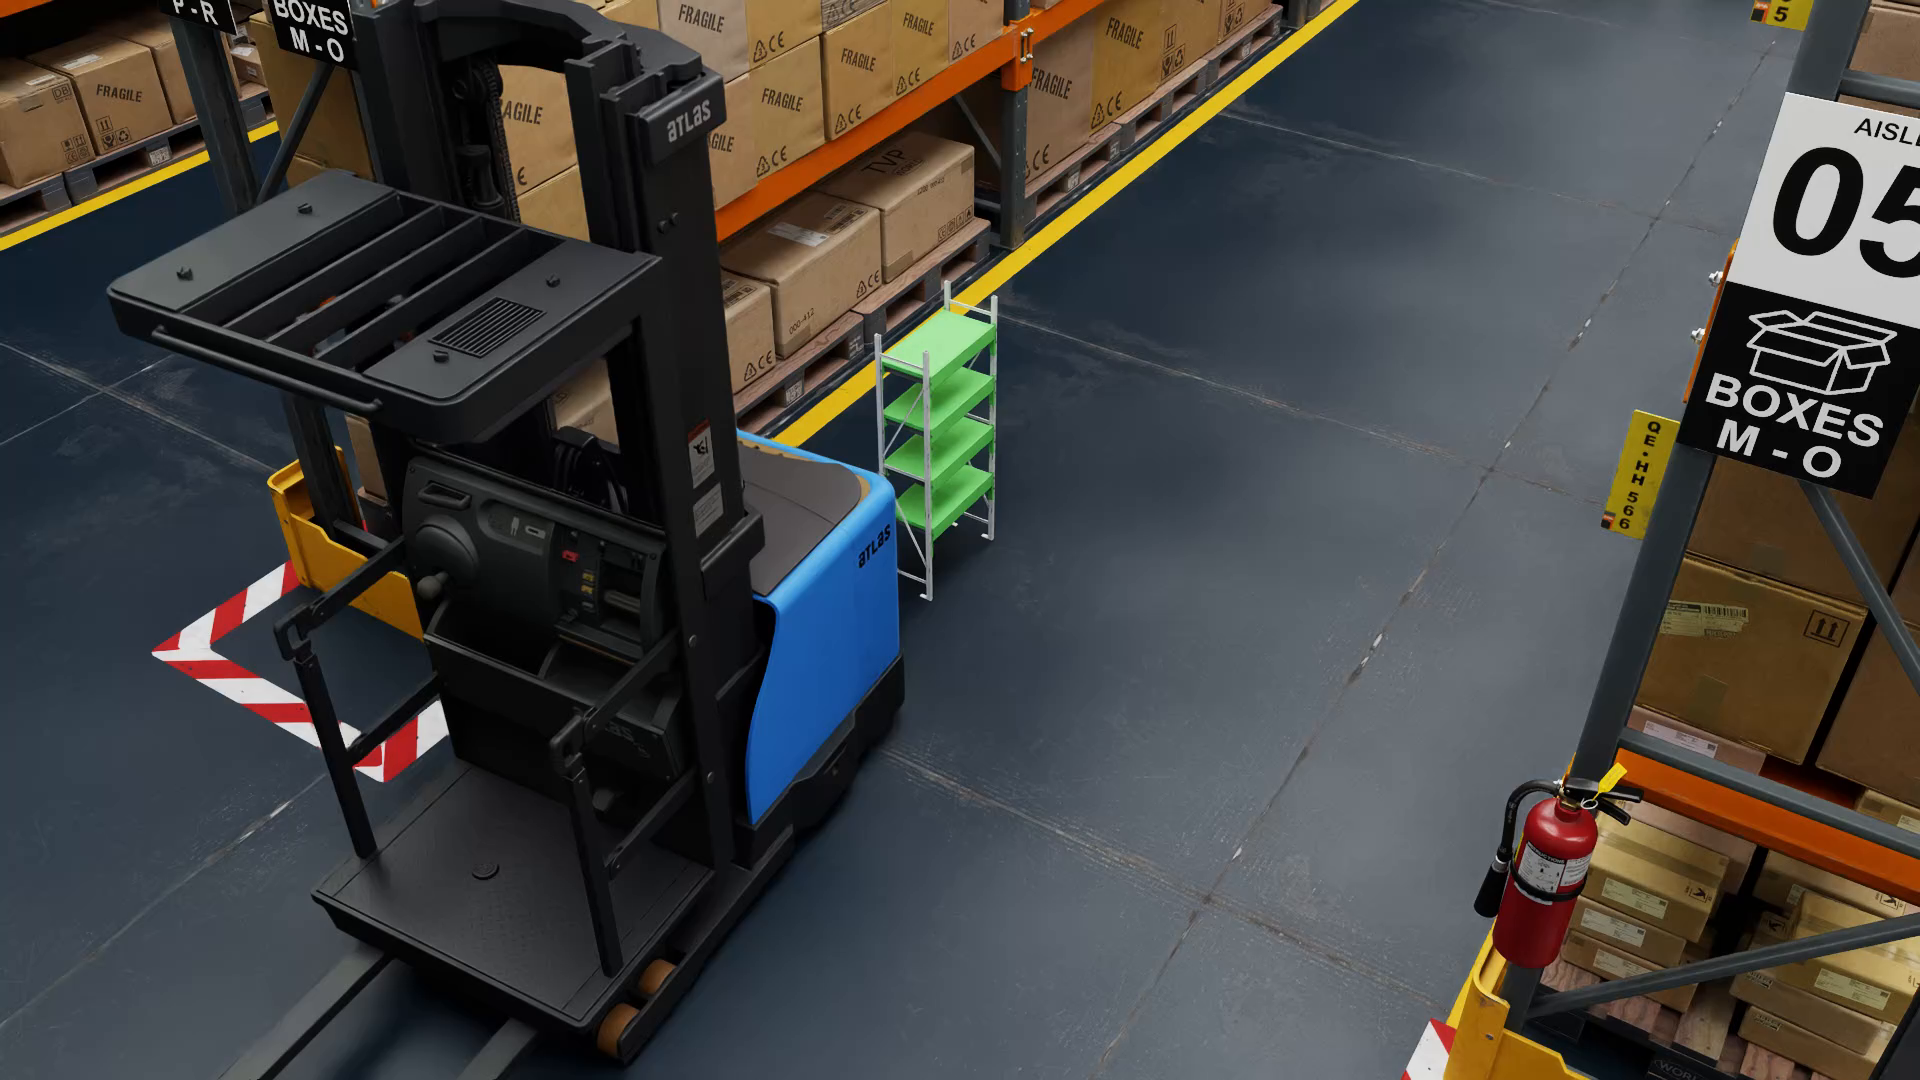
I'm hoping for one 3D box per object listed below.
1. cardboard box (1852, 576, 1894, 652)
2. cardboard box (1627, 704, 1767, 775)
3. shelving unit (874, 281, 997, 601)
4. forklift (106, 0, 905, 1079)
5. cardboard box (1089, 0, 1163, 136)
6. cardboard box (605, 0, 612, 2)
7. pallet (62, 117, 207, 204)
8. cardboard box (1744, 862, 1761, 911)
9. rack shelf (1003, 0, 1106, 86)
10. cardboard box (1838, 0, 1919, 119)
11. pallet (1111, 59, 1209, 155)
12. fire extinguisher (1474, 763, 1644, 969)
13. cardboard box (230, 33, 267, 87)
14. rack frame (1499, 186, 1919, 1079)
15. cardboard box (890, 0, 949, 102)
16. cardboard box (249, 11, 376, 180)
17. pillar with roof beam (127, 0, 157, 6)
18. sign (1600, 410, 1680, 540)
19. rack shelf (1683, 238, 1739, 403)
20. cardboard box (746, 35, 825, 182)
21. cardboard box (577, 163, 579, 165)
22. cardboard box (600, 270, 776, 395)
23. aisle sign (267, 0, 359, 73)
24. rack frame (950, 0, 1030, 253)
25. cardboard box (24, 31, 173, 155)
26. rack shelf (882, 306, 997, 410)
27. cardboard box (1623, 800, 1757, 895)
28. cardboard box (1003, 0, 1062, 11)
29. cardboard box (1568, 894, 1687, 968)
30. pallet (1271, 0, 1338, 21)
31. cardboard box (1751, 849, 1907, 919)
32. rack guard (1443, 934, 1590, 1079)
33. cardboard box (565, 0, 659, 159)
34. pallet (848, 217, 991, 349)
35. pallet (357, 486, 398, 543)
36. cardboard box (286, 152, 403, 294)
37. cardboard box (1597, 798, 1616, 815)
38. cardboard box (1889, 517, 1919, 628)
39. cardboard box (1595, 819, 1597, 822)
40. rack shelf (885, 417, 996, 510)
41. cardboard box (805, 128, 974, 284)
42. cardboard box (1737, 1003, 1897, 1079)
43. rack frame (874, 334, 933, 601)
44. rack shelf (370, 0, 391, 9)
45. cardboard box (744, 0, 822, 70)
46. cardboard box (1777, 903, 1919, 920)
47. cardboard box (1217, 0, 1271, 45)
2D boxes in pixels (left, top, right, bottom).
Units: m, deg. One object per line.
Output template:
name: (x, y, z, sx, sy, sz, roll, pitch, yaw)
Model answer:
cardboard box: (2.738, 0.049, 4.404, 0.500, 0.500, 0.500, 21, 42, 25)
cardboard box: (1.935, 0.470, 4.389, 0.380, 0.149, 0.250, 21, 42, 25)
shelving unit: (-0.089, -0.390, 6.773, 0.258, 1.200, 0.503, 21, 42, 25)
forklift: (-1.350, 0.130, 4.681, 1.130, 2.935, 3.031, 18, 41, 22)
cardboard box: (0.651, -3.137, 10.258, 0.875, 0.875, 0.875, 22, 43, 26)
cardboard box: (-1.368, -2.117, 6.107, 0.380, 0.149, 0.250, 20, 42, 24)
pallet: (-5.306, -2.530, 10.359, 1.003, 0.211, 1.213, 21, 42, 25)
cardboard box: (2.749, 1.137, 5.310, 0.380, 0.149, 0.250, 22, 43, 26)
rack shelf: (0.980, -3.744, 10.239, 1.077, 0.370, 4.000, 21, 42, 25)
cardboard box: (2.031, -1.016, 3.367, 0.500, 0.250, 0.500, 20, 42, 24)
pallet: (0.911, -2.947, 10.900, 1.003, 0.211, 1.213, 21, 42, 25)
fire extinguisher: (1.475, 0.789, 4.139, 0.296, 0.674, 0.183, 21, 42, 25)
cardboard box: (-4.526, -3.136, 10.756, 0.396, 0.266, 0.258, 23, 43, 27)
rack frame: (1.999, 0.631, 3.974, 1.000, 3.000, 0.127, 21, 42, 25)
cardboard box: (-0.395, -2.448, 7.886, 0.500, 0.500, 0.500, 20, 42, 24)
cardboard box: (-2.177, -1.698, 6.094, 0.500, 0.500, 0.500, 23, 43, 27)
pillar with roof beam: (-1.784, -5.523, 7.044, 9.100, 9.000, 0.400, 21, 42, 25)
sign: (1.542, -0.144, 3.773, 0.100, 0.325, 0.005, 21, 42, 25)
rack shelf: (3.071, -1.303, 4.615, 1.077, 0.370, 4.000, 21, 42, 25)
cardboard box: (-0.945, -1.919, 7.200, 0.500, 0.500, 0.500, 23, 43, 27)
cardboard box: (-1.487, -1.399, 6.526, 0.500, 0.500, 0.500, 21, 42, 25)
cardboard box: (-1.482, -0.935, 7.760, 0.875, 0.438, 0.875, 22, 43, 26)
aisle sign: (-2.028, -1.833, 5.042, 0.394, 0.787, 0.004, 21, 42, 25)
rack frame: (-0.091, -2.998, 8.682, 1.000, 3.000, 0.127, 21, 42, 25)
cardboard box: (-5.161, -2.686, 9.980, 0.500, 0.500, 0.500, 22, 43, 26)
rack shelf: (-0.089, -0.719, 6.519, 0.258, 0.148, 0.480, 21, 42, 25)
cardboard box: (2.252, 0.892, 5.140, 0.380, 0.149, 0.250, 22, 43, 26)
cardboard box: (0.367, -3.079, 8.910, 0.500, 0.250, 0.500, 20, 42, 24)
cardboard box: (2.041, 1.111, 5.099, 0.380, 0.149, 0.250, 20, 42, 24)
pallet: (2.472, -4.358, 12.730, 1.003, 0.211, 1.213, 21, 42, 25)
cardboard box: (2.613, 1.018, 4.976, 0.380, 0.149, 0.250, 22, 43, 26)
rack guard: (2.040, 1.582, 4.788, 1.175, 0.500, 0.348, 21, 42, 25)
cardboard box: (-1.466, -1.794, 6.220, 0.500, 0.500, 0.500, 20, 42, 24)
pallet: (-0.565, -1.527, 9.058, 1.003, 0.211, 1.213, 21, 42, 25)
pallet: (-1.872, -0.269, 7.426, 1.003, 0.211, 1.213, 21, 42, 25)
cardboard box: (-2.199, -1.310, 6.411, 0.500, 0.500, 0.500, 21, 42, 25)
cardboard box: (2.318, 0.842, 5.448, 0.380, 0.149, 0.250, 19, 42, 23)
cardboard box: (2.464, -0.067, 3.735, 0.500, 0.500, 0.500, 21, 42, 25)
cardboard box: (2.158, 1.089, 5.372, 0.380, 0.149, 0.250, 23, 43, 26)
rack shelf: (-0.089, -0.339, 6.812, 0.258, 0.148, 0.480, 21, 42, 25)
cardboard box: (-0.518, -1.861, 8.961, 0.875, 0.438, 0.875, 21, 42, 24)
cardboard box: (2.550, 1.429, 4.931, 0.380, 0.149, 0.250, 22, 43, 26)
rack frame: (-0.219, -0.264, 6.610, 0.240, 1.200, 0.015, 21, 42, 25)
rack shelf: (-1.163, -2.870, 6.648, 1.077, 0.370, 4.000, 21, 42, 25)
cardboard box: (-0.930, -2.319, 6.901, 0.500, 0.500, 0.500, 21, 42, 25)
cardboard box: (2.691, 1.168, 5.026, 0.380, 0.149, 0.250, 21, 42, 25)
cardboard box: (1.611, -4.056, 11.450, 0.875, 0.875, 0.875, 21, 42, 25)
